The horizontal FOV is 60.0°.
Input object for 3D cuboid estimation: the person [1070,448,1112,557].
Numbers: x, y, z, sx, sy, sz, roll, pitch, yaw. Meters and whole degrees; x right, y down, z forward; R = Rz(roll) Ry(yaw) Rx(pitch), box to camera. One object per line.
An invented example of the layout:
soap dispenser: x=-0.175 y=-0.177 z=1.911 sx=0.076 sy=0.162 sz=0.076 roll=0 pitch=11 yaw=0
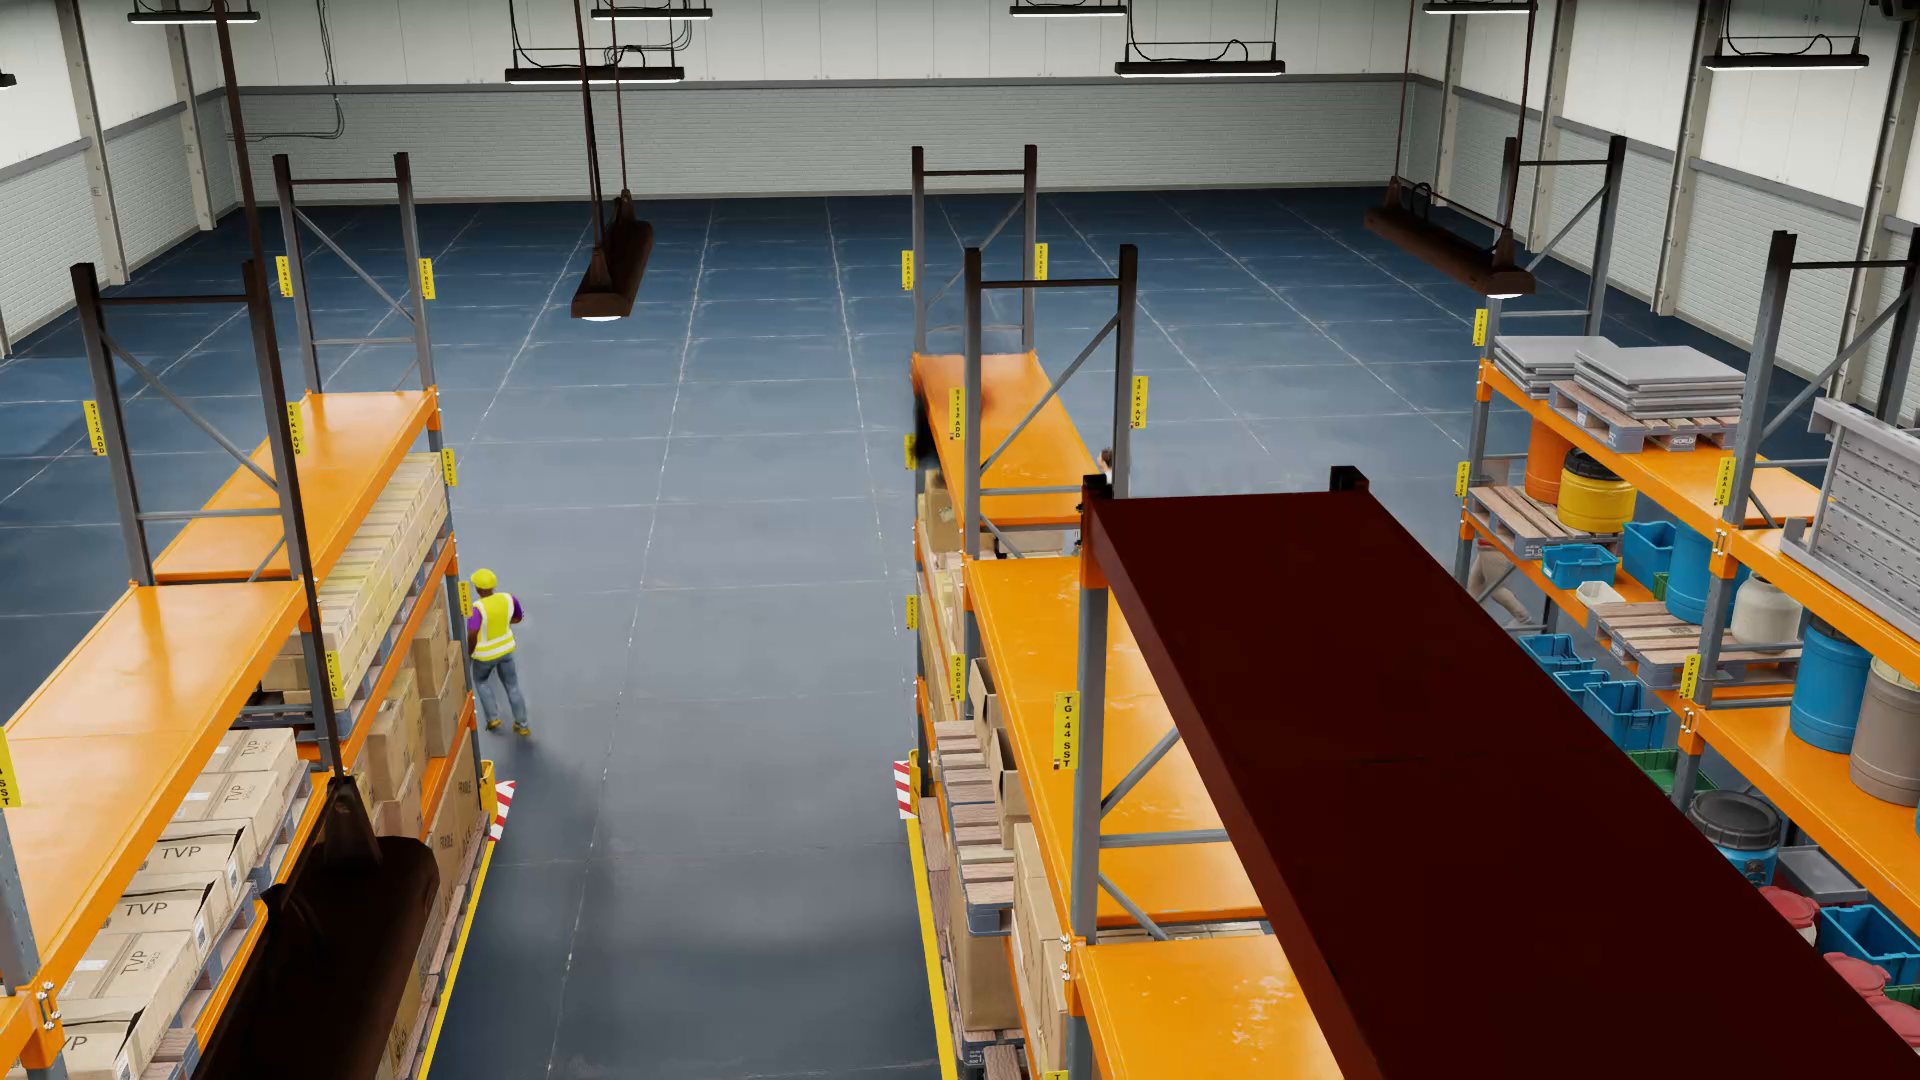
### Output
person: x=1.697 y=-0.309 z=20.141 sx=0.965 sy=1.668 sz=0.572 roll=8 pitch=23 yaw=20

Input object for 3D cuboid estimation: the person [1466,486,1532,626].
person: x=6.018 y=0.194 z=18.757 sx=0.974 sy=1.719 sz=0.661 roll=8 pitch=23 yaw=19

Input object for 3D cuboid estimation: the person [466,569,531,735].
person: x=-4.606 y=1.129 z=16.413 sx=0.714 sy=1.826 sz=0.719 roll=-18 pitch=28 yaw=-38
